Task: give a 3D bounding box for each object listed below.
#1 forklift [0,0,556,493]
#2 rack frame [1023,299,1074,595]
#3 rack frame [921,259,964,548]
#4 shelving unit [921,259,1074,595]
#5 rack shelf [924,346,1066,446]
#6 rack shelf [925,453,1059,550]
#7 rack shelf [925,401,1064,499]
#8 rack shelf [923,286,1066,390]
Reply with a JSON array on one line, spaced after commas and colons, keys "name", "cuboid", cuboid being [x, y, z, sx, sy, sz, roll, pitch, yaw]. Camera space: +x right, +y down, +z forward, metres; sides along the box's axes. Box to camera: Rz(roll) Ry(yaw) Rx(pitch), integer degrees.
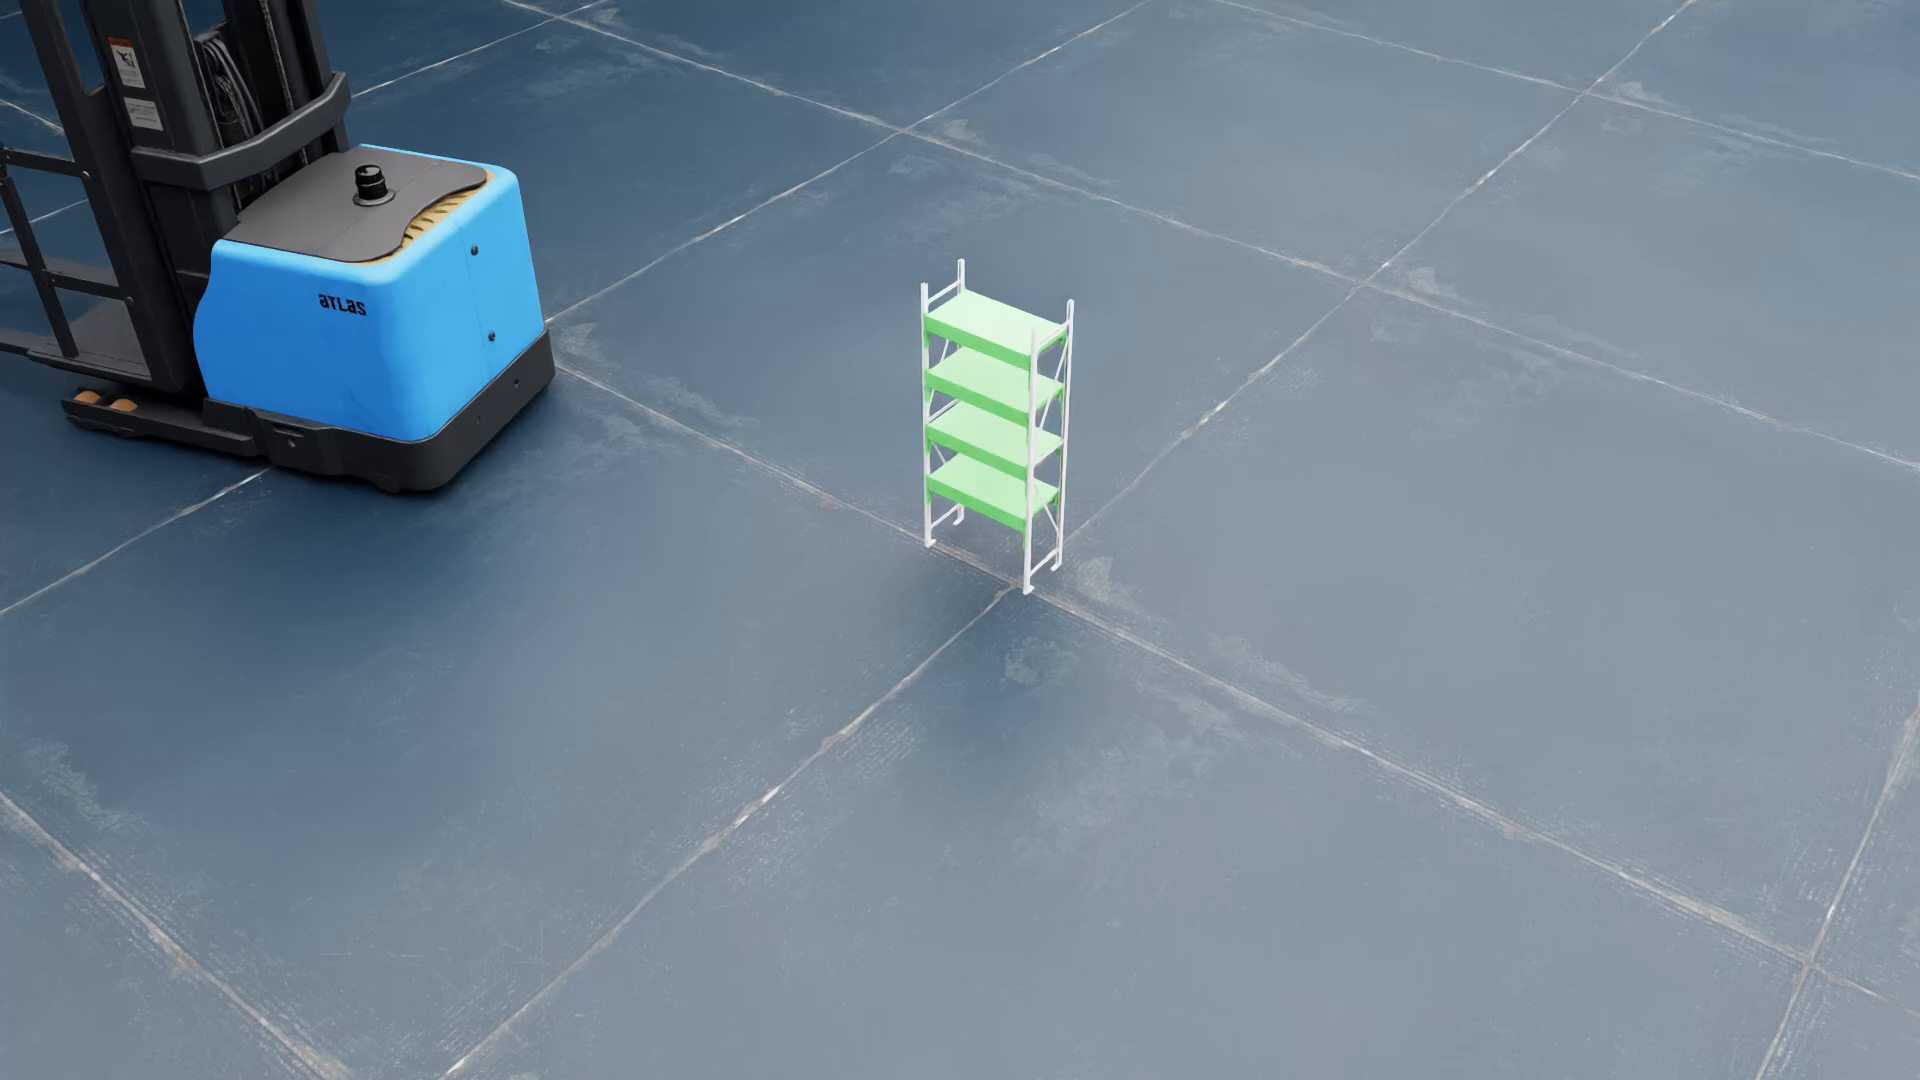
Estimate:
[{"name": "forklift", "cuboid": [-3.423, -1.900, 6.799, 3.031, 2.935, 1.130, 12, 40, 15]}, {"name": "rack frame", "cuboid": [0.325, -0.319, 6.184, 0.015, 1.200, 0.240, 25, 45, 29]}, {"name": "rack frame", "cuboid": [-0.062, -0.502, 6.418, 0.015, 1.200, 0.240, 25, 45, 29]}, {"name": "shelving unit", "cuboid": [0.131, -0.410, 6.301, 0.503, 1.200, 0.258, 25, 45, 29]}, {"name": "rack shelf", "cuboid": [0.131, -0.549, 6.192, 0.480, 0.148, 0.258, 25, 45, 29]}, {"name": "rack shelf", "cuboid": [0.131, -0.171, 6.488, 0.480, 0.148, 0.258, 25, 45, 29]}, {"name": "rack shelf", "cuboid": [0.131, -0.360, 6.340, 0.480, 0.148, 0.258, 25, 45, 29]}, {"name": "rack shelf", "cuboid": [0.131, -0.738, 6.044, 0.480, 0.148, 0.258, 25, 45, 29]}]
